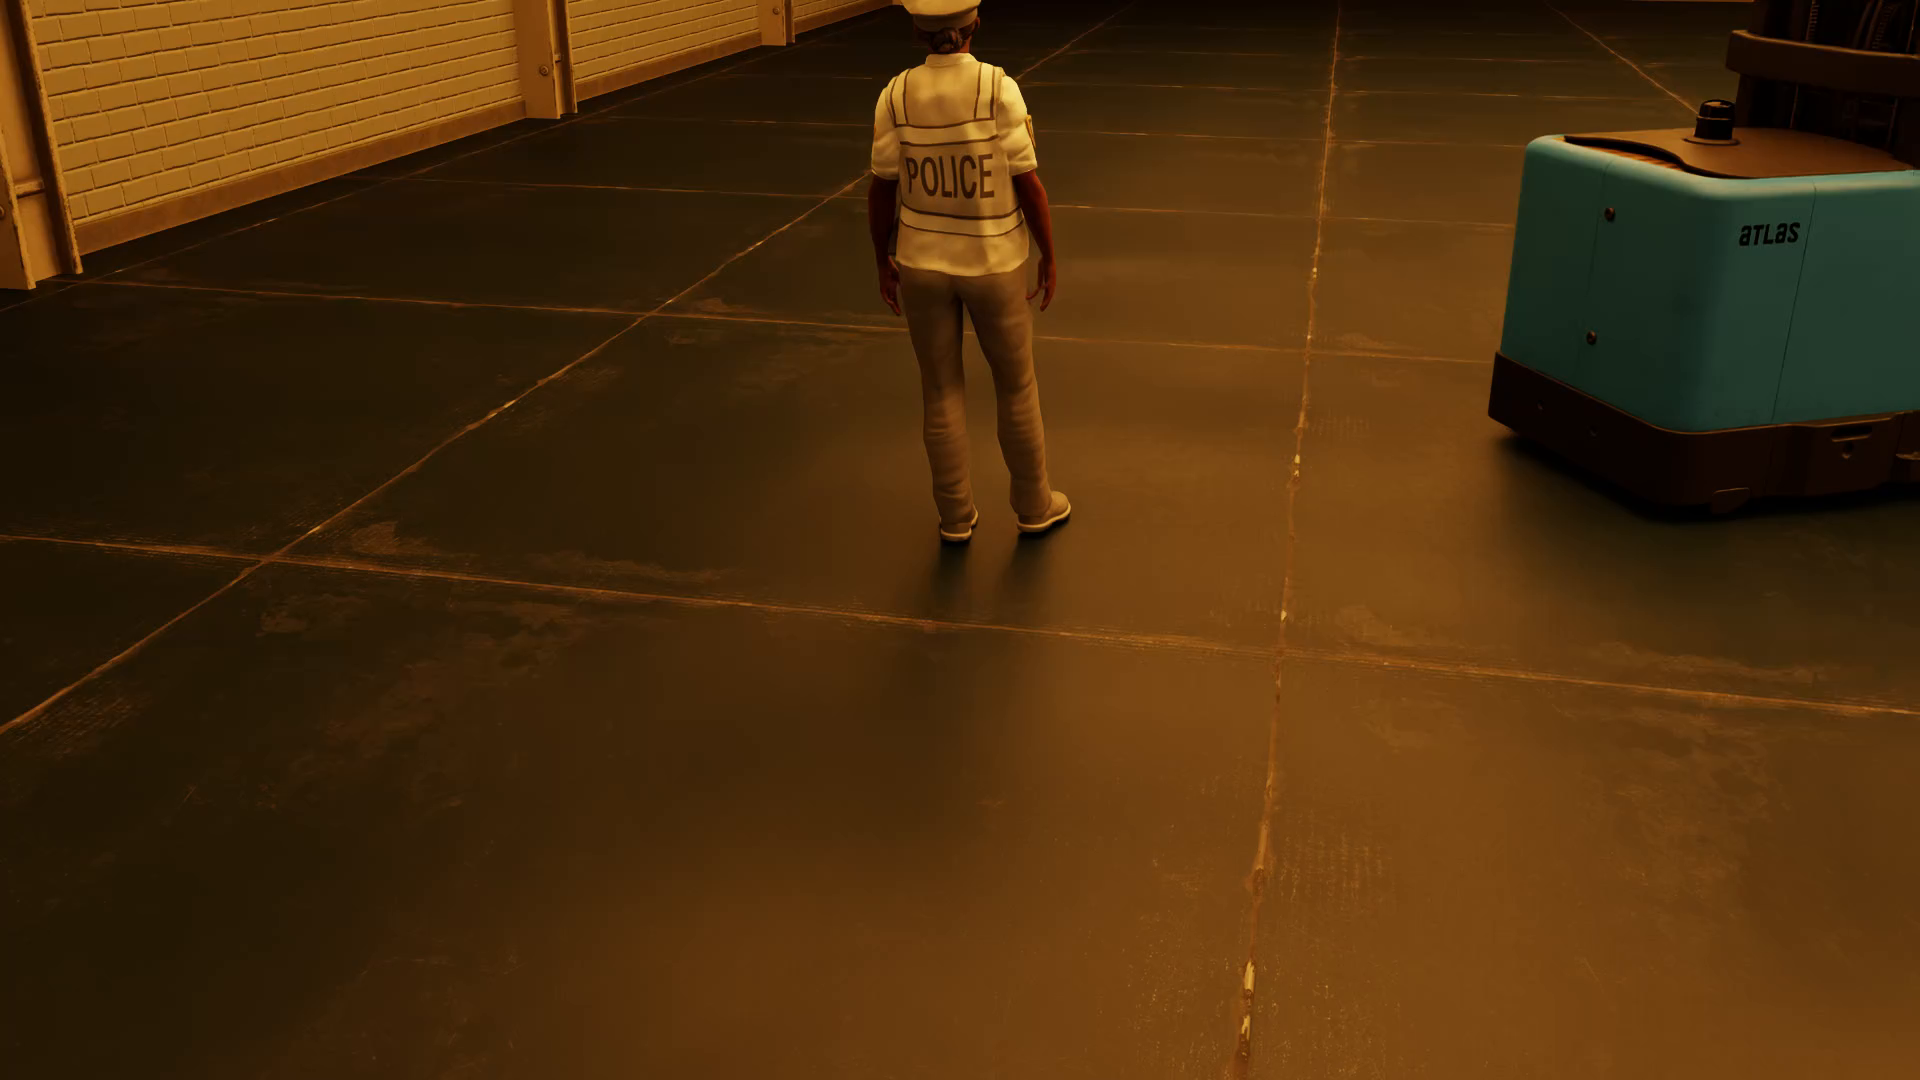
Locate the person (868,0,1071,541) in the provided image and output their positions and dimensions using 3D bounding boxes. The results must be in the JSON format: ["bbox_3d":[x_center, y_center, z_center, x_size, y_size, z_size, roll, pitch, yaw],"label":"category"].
[{"bbox_3d":[0.035,-0.818,4.890,0.570,1.697,0.528,5,23,11],"label":"person"}]

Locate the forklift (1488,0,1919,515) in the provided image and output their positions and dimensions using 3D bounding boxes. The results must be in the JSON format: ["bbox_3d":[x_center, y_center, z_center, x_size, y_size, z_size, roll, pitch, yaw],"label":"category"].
[{"bbox_3d":[3.504,-1.735,5.522,3.031,2.935,1.130,-6,23,-15],"label":"forklift"}]
